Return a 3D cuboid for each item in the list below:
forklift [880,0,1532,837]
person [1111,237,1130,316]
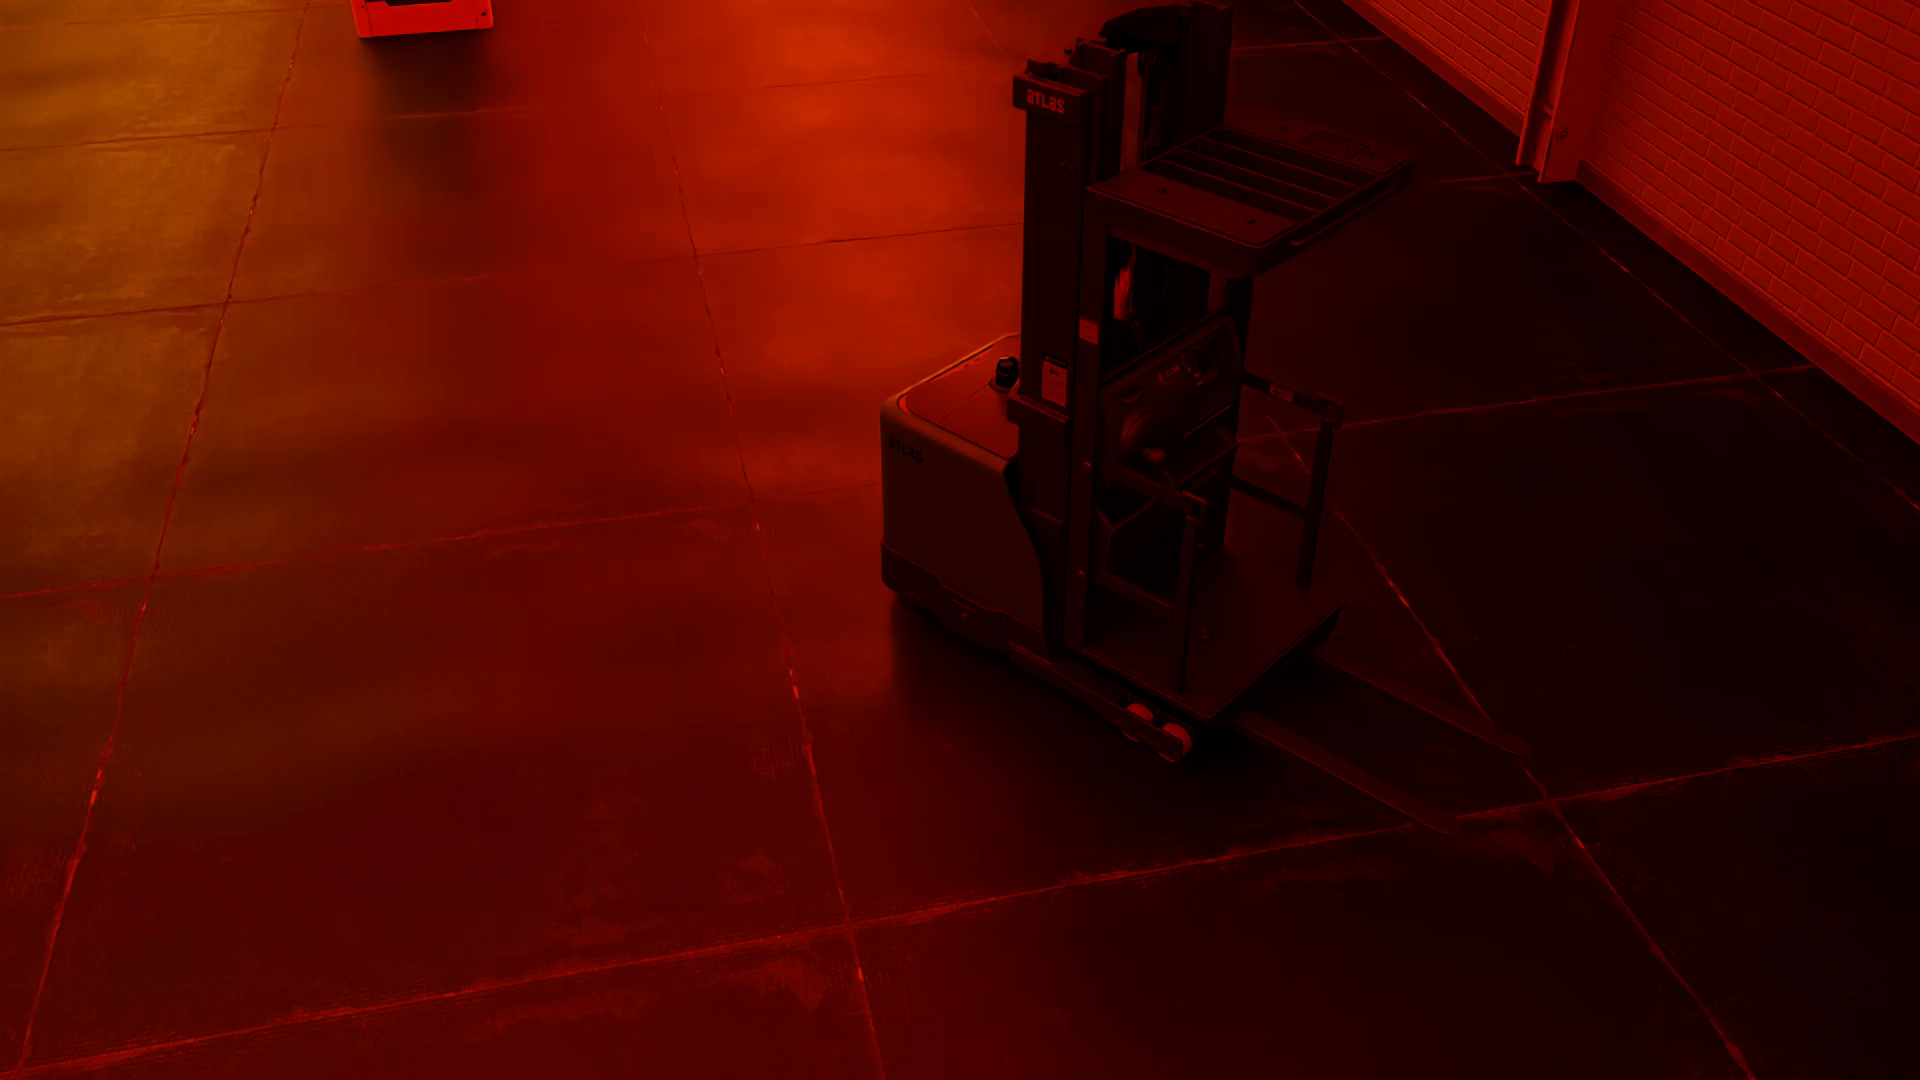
[{"bbox_3d":[1.048,-0.576,6.850,3.031,2.935,1.130,28,44,33],"label":"forklift"},{"bbox_3d":[0.755,-0.908,8.483,0.653,1.567,0.354,25,42,30],"label":"person"}]
